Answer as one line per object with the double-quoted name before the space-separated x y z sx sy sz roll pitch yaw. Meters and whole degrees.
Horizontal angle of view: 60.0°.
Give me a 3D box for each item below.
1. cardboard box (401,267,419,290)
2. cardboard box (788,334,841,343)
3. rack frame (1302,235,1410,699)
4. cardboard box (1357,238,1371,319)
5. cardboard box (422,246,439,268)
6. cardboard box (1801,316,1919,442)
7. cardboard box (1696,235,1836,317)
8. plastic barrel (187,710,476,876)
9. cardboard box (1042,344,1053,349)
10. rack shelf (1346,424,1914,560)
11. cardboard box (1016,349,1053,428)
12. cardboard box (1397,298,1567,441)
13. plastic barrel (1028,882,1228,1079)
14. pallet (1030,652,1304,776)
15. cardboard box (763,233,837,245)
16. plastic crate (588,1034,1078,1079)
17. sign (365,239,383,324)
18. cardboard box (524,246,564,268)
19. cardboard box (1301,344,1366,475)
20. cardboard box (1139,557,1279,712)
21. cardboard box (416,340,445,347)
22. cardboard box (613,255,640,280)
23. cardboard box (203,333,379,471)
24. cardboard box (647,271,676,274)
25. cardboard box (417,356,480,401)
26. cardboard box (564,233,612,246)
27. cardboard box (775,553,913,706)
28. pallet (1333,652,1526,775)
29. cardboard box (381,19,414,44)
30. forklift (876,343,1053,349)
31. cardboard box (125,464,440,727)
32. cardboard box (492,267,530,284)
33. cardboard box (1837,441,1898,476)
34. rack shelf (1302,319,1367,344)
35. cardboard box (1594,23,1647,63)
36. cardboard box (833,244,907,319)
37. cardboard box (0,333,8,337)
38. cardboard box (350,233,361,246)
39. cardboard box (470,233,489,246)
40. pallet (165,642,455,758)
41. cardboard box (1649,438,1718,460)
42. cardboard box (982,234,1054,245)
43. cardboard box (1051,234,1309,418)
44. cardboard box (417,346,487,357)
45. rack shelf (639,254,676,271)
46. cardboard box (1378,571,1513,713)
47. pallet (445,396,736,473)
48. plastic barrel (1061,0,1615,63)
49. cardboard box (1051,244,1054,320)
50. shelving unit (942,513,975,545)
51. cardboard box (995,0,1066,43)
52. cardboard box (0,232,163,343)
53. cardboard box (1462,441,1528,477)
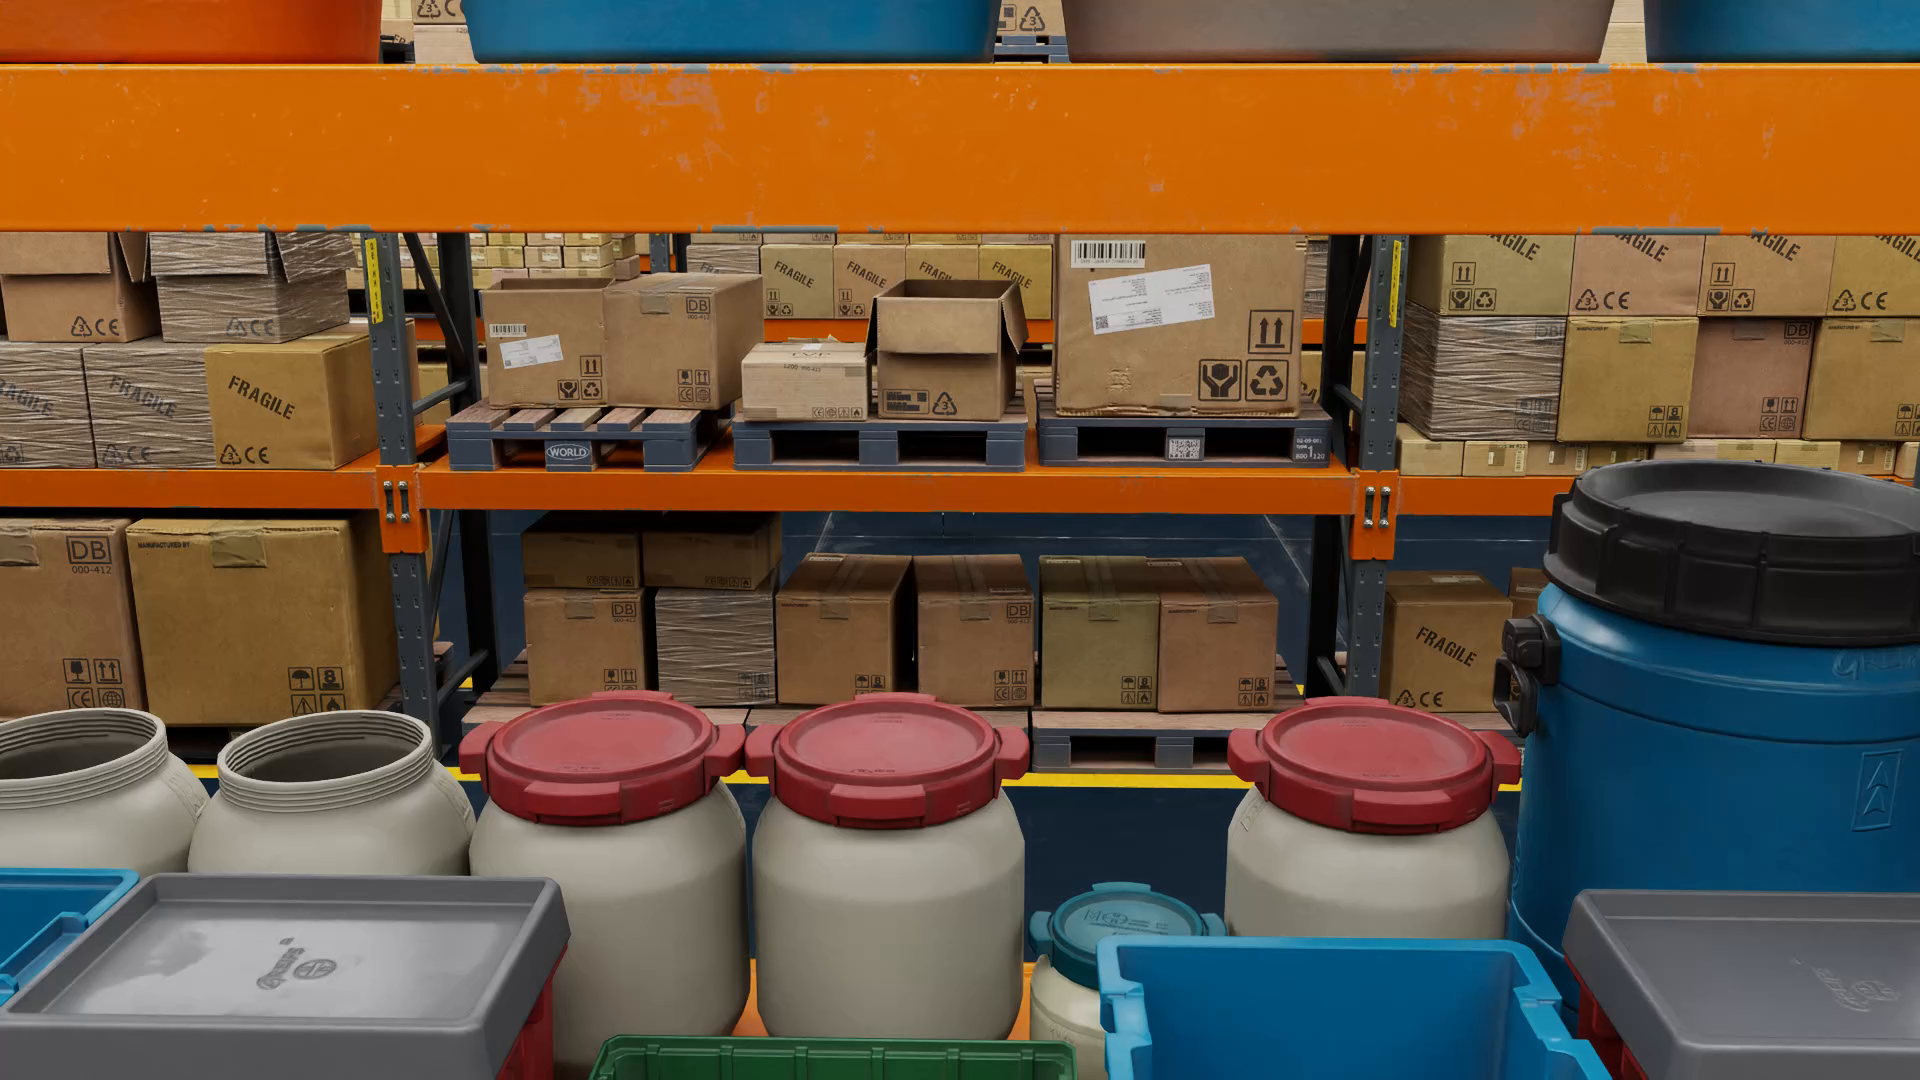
"cardboard box" -3.858 -1.844 11.617 0.250 0.149 0.380 1 15 3
"cardboard box" -0.625 -0.798 7.425 0.258 0.266 0.396 0 15 0
"rack frame" 1.700 -0.576 7.143 0.127 3.000 1.000 0 15 1
"cardboard box" 2.847 -1.916 11.926 0.550 0.550 0.875 0 15 1
"cardboard box" -3.605 -1.985 11.570 0.250 0.149 0.380 0 15 1
"cardboard box" 3.648 -0.746 7.008 0.500 0.500 0.875 0 15 1
"cardboard box" 3.143 -1.178 6.684 0.500 0.500 0.500 0 15 1
"plastic barrel" -0.970 0.562 2.611 0.421 0.512 0.421 0 15 0
"cardboard box" 0.710 -2.042 17.029 0.625 0.372 0.950 1 15 5
"rack shelf" 3.699 -0.215 7.185 4.000 0.370 1.077 0 15 1
"cardboard box" 0.341 -0.944 12.124 0.750 0.750 1.050 0 15 1
"cardboard box" 2.148 -0.749 7.021 0.500 0.500 0.875 0 15 1
"plastic barrel" 0.254 0.706 2.554 0.301 0.262 0.301 0 15 0
"pallet" 0.922 0.768 7.517 1.213 0.211 1.003 0 15 1
"cardboard box" -1.117 -2.390 11.861 0.500 0.500 0.700 0 15 1
"plastic crate" -0.175 0.850 2.153 0.662 0.188 0.450 0 15 1
"sign" -2.310 -1.020 6.558 0.005 0.325 0.100 0 15 1
"cardboard box" -2.843 -1.980 11.551 0.250 0.149 0.380 1 15 4
"cardboard box" 2.555 -0.994 12.069 0.875 0.875 0.875 1 15 2
"cardboard box" 1.087 0.410 7.442 0.500 0.500 0.700 -1 15 -3
"cardboard box" -5.422 -2.347 17.199 0.875 0.875 0.875 1 15 3
"cardboard box" -2.513 -2.002 12.218 0.250 0.149 0.380 0 15 1
"cardboard box" -2.798 -0.590 7.002 0.500 0.500 0.500 1 15 3
"cardboard box" -2.734 -2.331 17.136 0.875 0.875 0.875 0 15 1
"cardboard box" -3.774 -1.169 11.996 0.500 0.250 0.500 1 15 3
"cardboard box" -2.573 -2.122 11.505 0.250 0.149 0.380 0 15 -1
"cardboard box" -0.507 0.395 7.499 0.500 0.500 0.700 2 15 6
"pallet" 2.372 0.768 7.516 1.213 0.211 1.003 0 15 1
"cardboard box" -3.648 -3.308 11.423 0.500 0.500 0.500 0 15 1
"forklift" 0.781 -2.557 14.786 3.031 2.935 1.130 -3 15 -13
"cardboard box" -2.988 0.212 7.496 0.875 0.875 1.225 0 15 -1
"cardboard box" -3.081 -1.837 11.594 0.250 0.149 0.380 1 15 2
"cardboard box" 3.658 -0.380 6.893 0.250 0.149 0.380 0 15 1
"rack shelf" 3.927 -1.479 11.977 4.000 0.370 1.077 0 15 1
"cardboard box" 2.672 -1.883 6.513 0.500 0.250 0.500 0 15 1
"cardboard box" -0.617 -1.837 11.726 0.500 0.500 0.500 0 15 1
"cardboard box" -4.324 -0.601 7.043 0.500 0.500 0.500 1 15 2
"cardboard box" -4.125 -2.133 11.546 0.250 0.149 0.380 1 15 3
"cardboard box" -3.353 -2.126 11.523 0.250 0.149 0.380 1 15 3
"pallet" -3.085 0.722 7.690 1.213 0.211 1.003 0 15 1
"cardboard box" 2.906 -0.366 6.838 0.250 0.149 0.380 0 15 1
"cardboard box" 0.412 -2.380 11.825 0.500 0.500 0.700 0 15 2
"cardboard box" 0.909 -1.110 7.168 1.000 1.000 1.000 0 15 2
"cardboard box" -3.755 -1.299 12.491 0.500 0.250 0.500 0 15 2
"rack shelf" -4.045 -2.794 16.962 4.000 0.370 1.077 0 15 1
"cardboard box" 2.099 0.442 7.360 0.500 0.500 0.500 0 15 0
"pallet" -1.584 -0.532 7.352 1.003 0.211 1.213 0 15 1
"plastic barrel" 0.406 -0.958 1.728 0.600 0.901 0.600 0 15 0
"cardboard box" 0.894 -1.827 11.689 0.500 0.500 0.500 0 15 1
"shelving unit" -0.008 -0.435 10.725 0.210 0.900 0.258 0 15 1
"cardboard box" 0.291 -2.314 6.823 0.637 0.503 0.797 1 15 4
"cardboard box" -3.681 -1.149 7.154 0.637 0.503 0.797 1 15 3
"cardboard box" 2.157 -0.371 6.860 0.250 0.149 0.380 0 15 1
